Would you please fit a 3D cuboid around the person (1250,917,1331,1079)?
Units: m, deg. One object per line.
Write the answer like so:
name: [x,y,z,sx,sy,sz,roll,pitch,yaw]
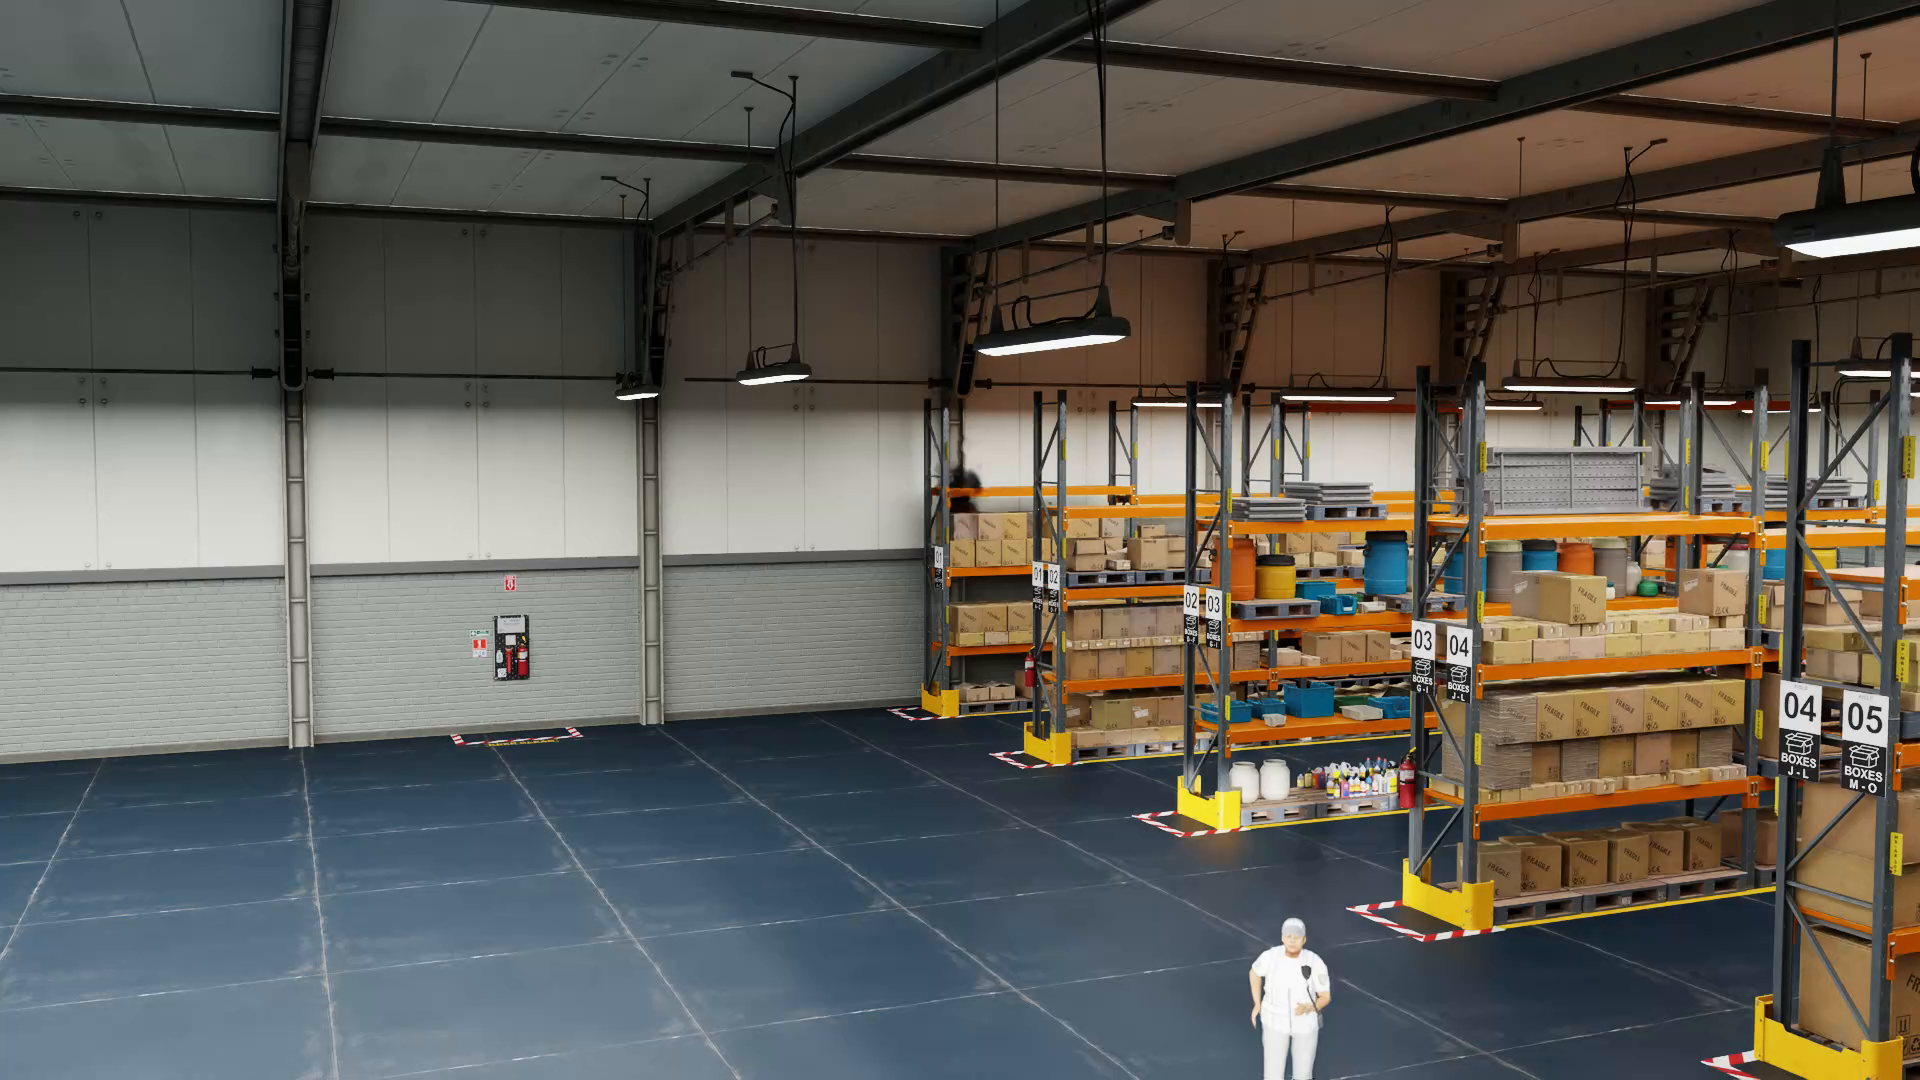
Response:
person: [2.431,3.616,12.260,0.587,1.665,0.667,1,3,10]
